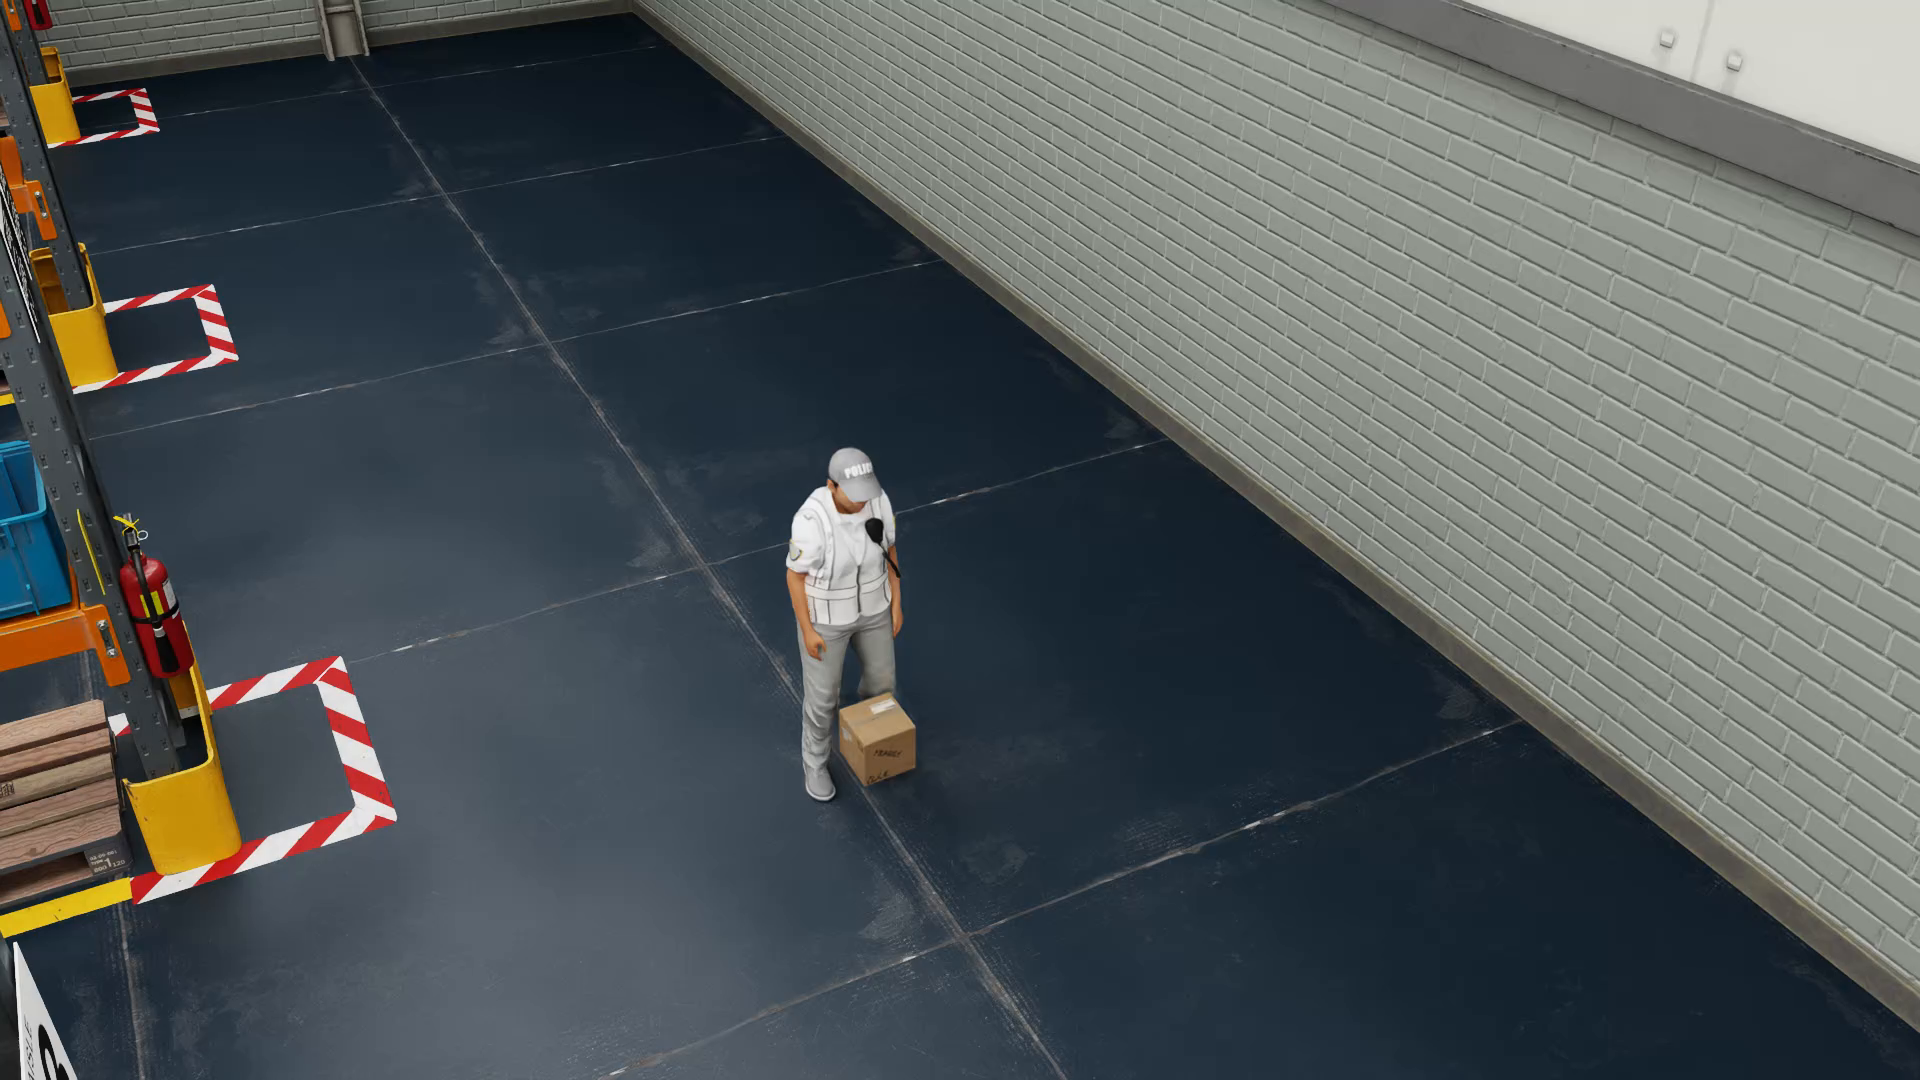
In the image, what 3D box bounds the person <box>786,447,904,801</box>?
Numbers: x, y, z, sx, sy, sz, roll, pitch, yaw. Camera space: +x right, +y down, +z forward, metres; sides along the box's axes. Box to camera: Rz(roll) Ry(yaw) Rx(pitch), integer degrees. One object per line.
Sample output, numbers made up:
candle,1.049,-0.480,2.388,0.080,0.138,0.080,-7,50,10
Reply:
person,-0.484,0.326,7.106,0.532,1.668,0.451,-17,37,-24
